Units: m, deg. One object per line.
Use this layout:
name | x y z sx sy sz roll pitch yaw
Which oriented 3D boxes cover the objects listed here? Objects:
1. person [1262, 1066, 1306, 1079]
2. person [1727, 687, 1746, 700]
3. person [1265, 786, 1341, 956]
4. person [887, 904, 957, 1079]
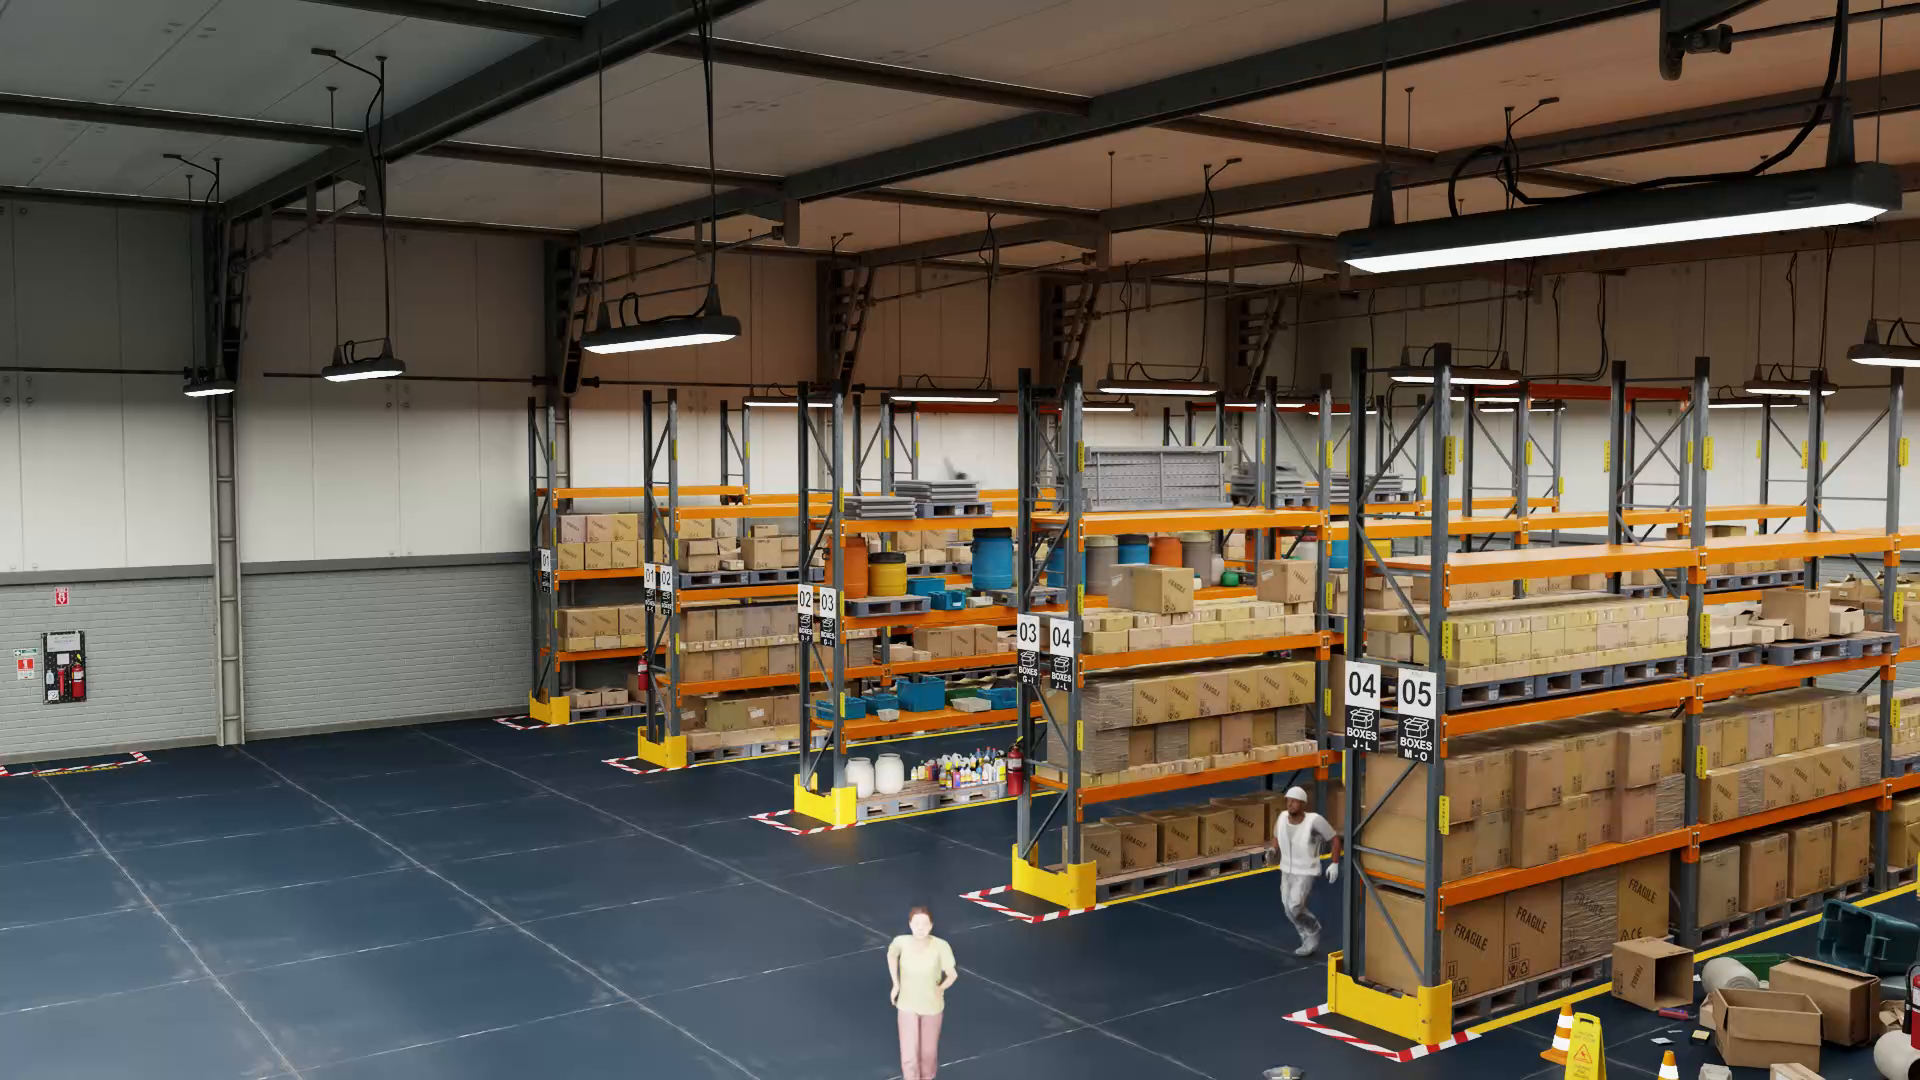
person | 1.824 3.777 9.458 0.629 1.651 0.567 0 3 -1
person | 11.344 2.903 24.247 0.729 1.723 0.587 -2 4 -35
person | 3.373 3.318 16.587 0.673 1.724 0.689 -3 5 -41
person | -0.288 3.580 12.668 0.532 1.681 0.953 0 3 -2
